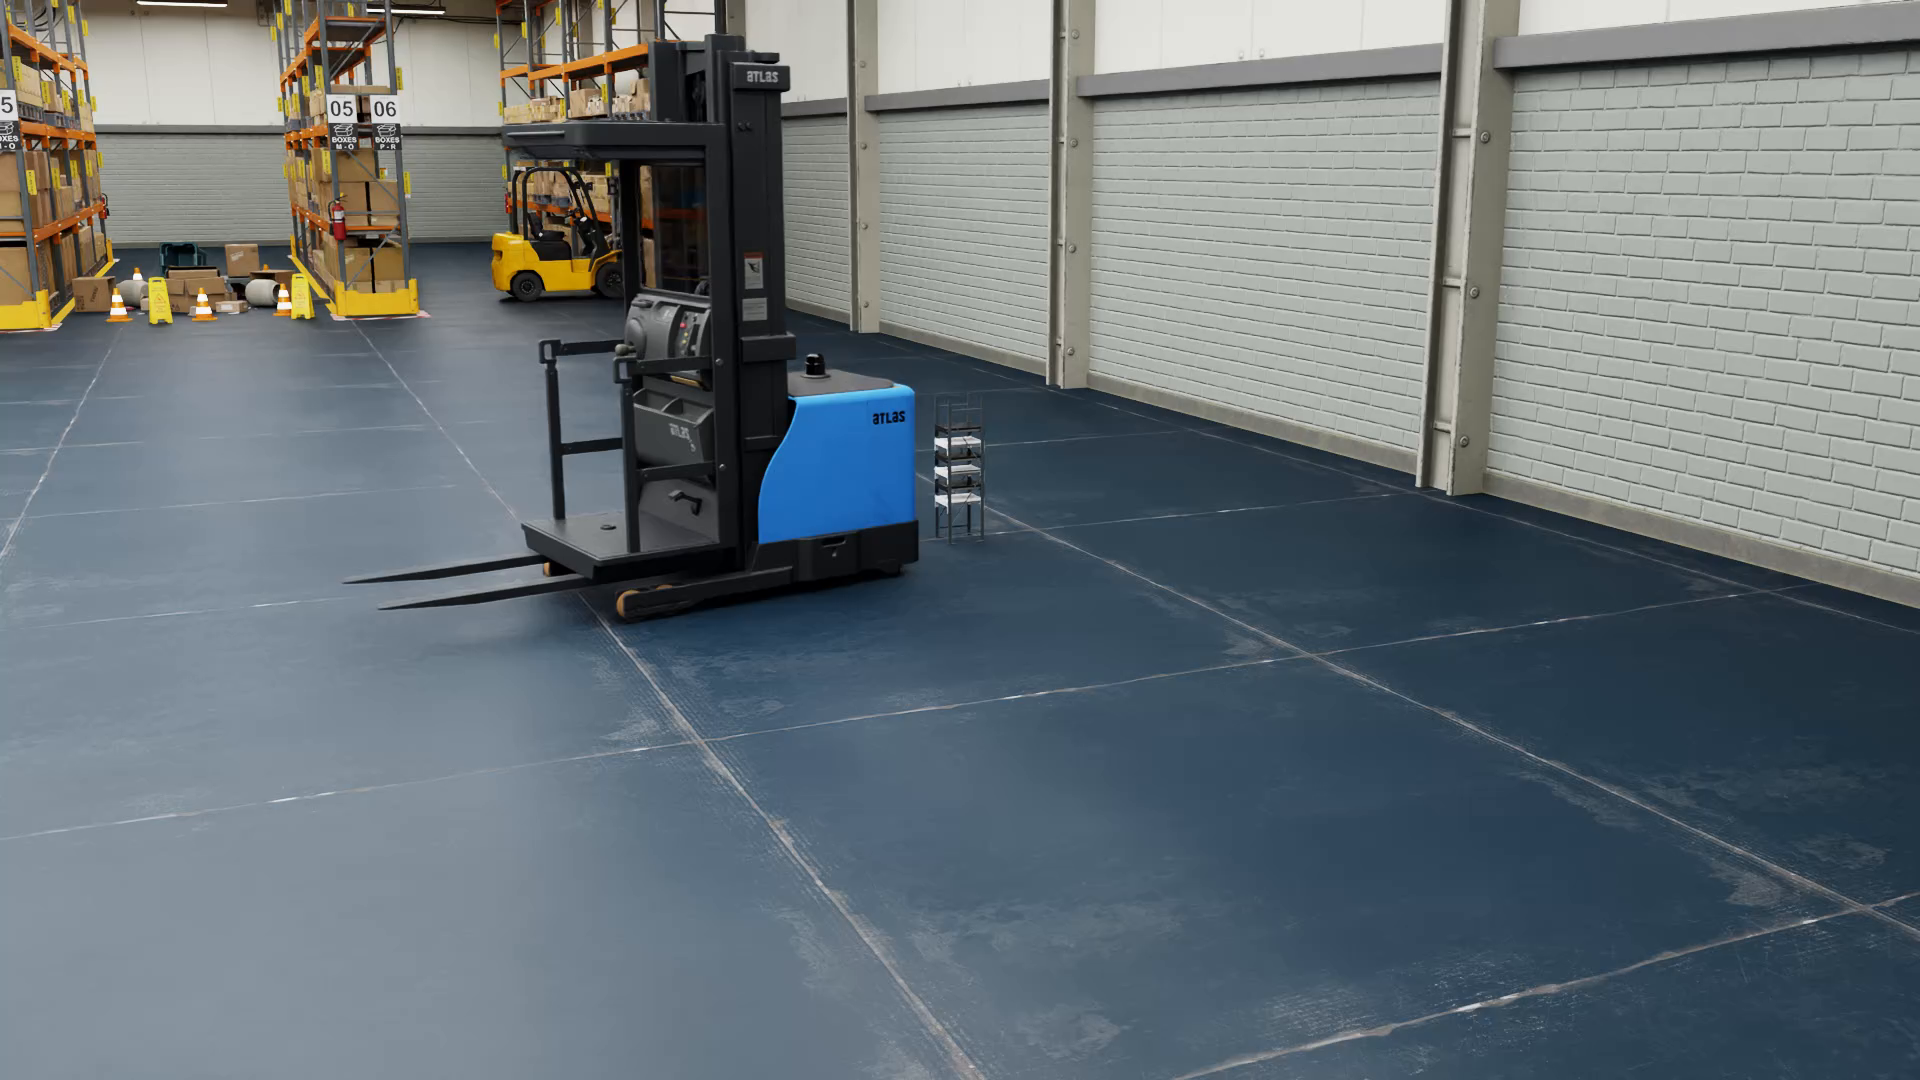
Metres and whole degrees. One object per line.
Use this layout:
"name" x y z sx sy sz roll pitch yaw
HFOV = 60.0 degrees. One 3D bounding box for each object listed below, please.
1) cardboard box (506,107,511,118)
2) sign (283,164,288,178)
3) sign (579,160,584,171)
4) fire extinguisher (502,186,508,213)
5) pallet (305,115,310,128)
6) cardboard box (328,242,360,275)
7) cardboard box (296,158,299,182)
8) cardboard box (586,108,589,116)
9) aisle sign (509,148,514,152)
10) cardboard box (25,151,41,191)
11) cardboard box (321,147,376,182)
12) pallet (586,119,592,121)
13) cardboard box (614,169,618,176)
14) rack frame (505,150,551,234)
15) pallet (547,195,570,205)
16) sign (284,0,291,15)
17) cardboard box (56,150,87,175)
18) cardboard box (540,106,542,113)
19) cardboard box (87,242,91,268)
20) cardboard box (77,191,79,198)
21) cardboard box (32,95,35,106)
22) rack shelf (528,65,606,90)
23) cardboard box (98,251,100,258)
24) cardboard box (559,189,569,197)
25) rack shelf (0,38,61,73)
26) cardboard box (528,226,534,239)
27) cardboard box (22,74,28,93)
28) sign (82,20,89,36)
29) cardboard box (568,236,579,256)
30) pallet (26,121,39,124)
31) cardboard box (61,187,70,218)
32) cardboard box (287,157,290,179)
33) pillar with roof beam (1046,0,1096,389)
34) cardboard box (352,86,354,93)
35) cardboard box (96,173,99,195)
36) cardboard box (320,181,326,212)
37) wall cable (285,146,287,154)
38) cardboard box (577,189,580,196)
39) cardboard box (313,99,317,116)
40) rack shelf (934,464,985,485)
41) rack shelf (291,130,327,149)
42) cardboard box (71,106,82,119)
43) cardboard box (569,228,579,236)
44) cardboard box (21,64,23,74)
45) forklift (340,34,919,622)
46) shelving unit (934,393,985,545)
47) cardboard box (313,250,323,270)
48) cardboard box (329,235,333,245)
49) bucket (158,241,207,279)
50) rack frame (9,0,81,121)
"cardboard box" -10.509 -10.183 39.628 0.500 0.250 0.500 -6 14 -23
"sign" -15.700 -8.590 38.736 0.100 0.325 0.005 -6 14 -23
"sign" -8.534 -8.416 37.513 0.100 0.325 0.005 -6 14 -23
"fire extinguisher" -11.125 -8.397 40.996 0.296 0.674 0.183 -6 14 -23
"pallet" -10.951 -7.420 29.542 1.213 0.211 1.003 -6 14 -23
"cardboard box" -9.962 -4.566 26.952 0.500 0.500 0.500 -5 14 -20
"cardboard box" -13.445 -7.668 34.411 0.500 0.500 0.500 -6 14 -23
"cardboard box" -6.864 -8.100 31.466 0.380 0.149 0.250 -6 14 -24
"aisle sign" -10.939 -9.882 40.648 0.394 0.787 0.004 -6 14 -23
"cardboard box" -13.793 -5.317 23.965 0.875 0.550 0.550 -6 14 -23
"cardboard box" -9.185 -5.639 24.985 0.700 0.500 0.500 -6 14 -24
"pallet" -6.634 -7.981 31.968 1.003 0.211 1.213 -5 14 -20
"cardboard box" -5.980 -6.565 29.764 0.380 0.149 0.250 -5 14 -22
"rack frame" -10.643 -8.628 40.995 1.000 3.000 0.127 -6 14 -23
"pallet" -8.222 -7.283 35.609 1.003 0.211 1.213 -6 14 -23
"sign" -12.492 -9.930 30.893 0.100 0.325 0.005 -6 14 -23
"cardboard box" -18.040 -7.680 33.802 0.500 0.500 0.500 -5 14 -22
"cardboard box" -8.744 -9.177 35.461 0.380 0.149 0.250 -6 14 -23
"cardboard box" -17.148 -5.528 32.216 0.500 0.500 0.500 -6 14 -24
"cardboard box" -17.439 -6.745 32.487 0.380 0.149 0.250 -6 15 -26
"cardboard box" -13.927 -6.514 24.615 0.380 0.149 0.250 -6 14 -23
"rack shelf" -8.240 -9.765 35.088 1.077 0.370 4.000 -6 14 -23
"cardboard box" -18.491 -6.068 35.329 0.380 0.149 0.250 -6 14 -24
"cardboard box" -8.053 -7.158 34.271 0.380 0.149 0.250 -5 14 -22
"rack shelf" -15.679 -8.022 27.555 1.077 0.370 4.000 -6 14 -23
"cardboard box" -9.762 -7.085 38.941 0.700 0.500 0.500 -6 14 -25
"cardboard box" -13.641 -6.523 23.770 0.500 0.250 0.500 -6 14 -23
"sign" -19.168 -11.211 36.431 0.100 0.325 0.005 -6 14 -23
"cardboard box" -7.805 -6.029 34.381 0.500 0.500 0.500 -5 14 -21
"pallet" -15.290 -6.784 26.803 0.805 0.209 1.217 -6 14 -25
"cardboard box" -15.446 -5.726 28.234 0.500 0.500 0.500 -5 14 -22
"cardboard box" -15.045 -8.483 37.932 0.500 0.500 0.500 -6 14 -24
"pillar with roof beam" -2.824 -5.602 14.617 9.100 9.000 0.400 -6 14 -23
"cardboard box" -9.254 -6.700 24.804 0.380 0.149 0.250 -5 14 -22
"cardboard box" -19.067 -7.728 36.225 0.500 0.500 0.500 -6 14 -24
"cardboard box" -10.050 -5.570 26.904 0.500 0.500 0.500 -6 14 -23
"wall cable" -17.470 -9.852 43.961 0.585 1.953 0.123 -6 14 -23
"cardboard box" -7.285 -6.928 32.875 0.500 0.250 0.500 -5 14 -21
"cardboard box" -10.053 -6.906 26.579 0.500 0.250 0.500 -5 14 -22
"rack shelf" -0.003 -0.408 10.283 0.258 0.077 0.200 -6 14 -23
"rack shelf" -12.786 -8.050 33.441 1.077 0.370 4.000 -6 14 -23
"cardboard box" -18.055 -8.637 33.607 0.500 0.250 0.500 -5 14 -21
"cardboard box" -7.868 -6.357 34.357 0.380 0.149 0.250 -6 14 -26
"cardboard box" -13.420 -6.640 23.392 0.380 0.149 0.250 -5 14 -22
"forklift" -1.736 -1.140 8.795 3.031 2.935 1.130 -9 16 -34
"shelving unit" -0.003 -0.440 10.276 0.258 0.900 0.210 -6 14 -23
"cardboard box" -11.768 -5.332 31.654 0.950 0.372 0.625 -7 15 -27
"cardboard box" -9.751 -4.738 26.253 0.380 0.149 0.250 -5 14 -21
"bucket" -12.711 -4.557 27.296 0.726 0.611 0.620 -1 3 -4
"rack frame" -18.082 -9.807 32.785 1.000 3.000 0.127 -6 14 -23
